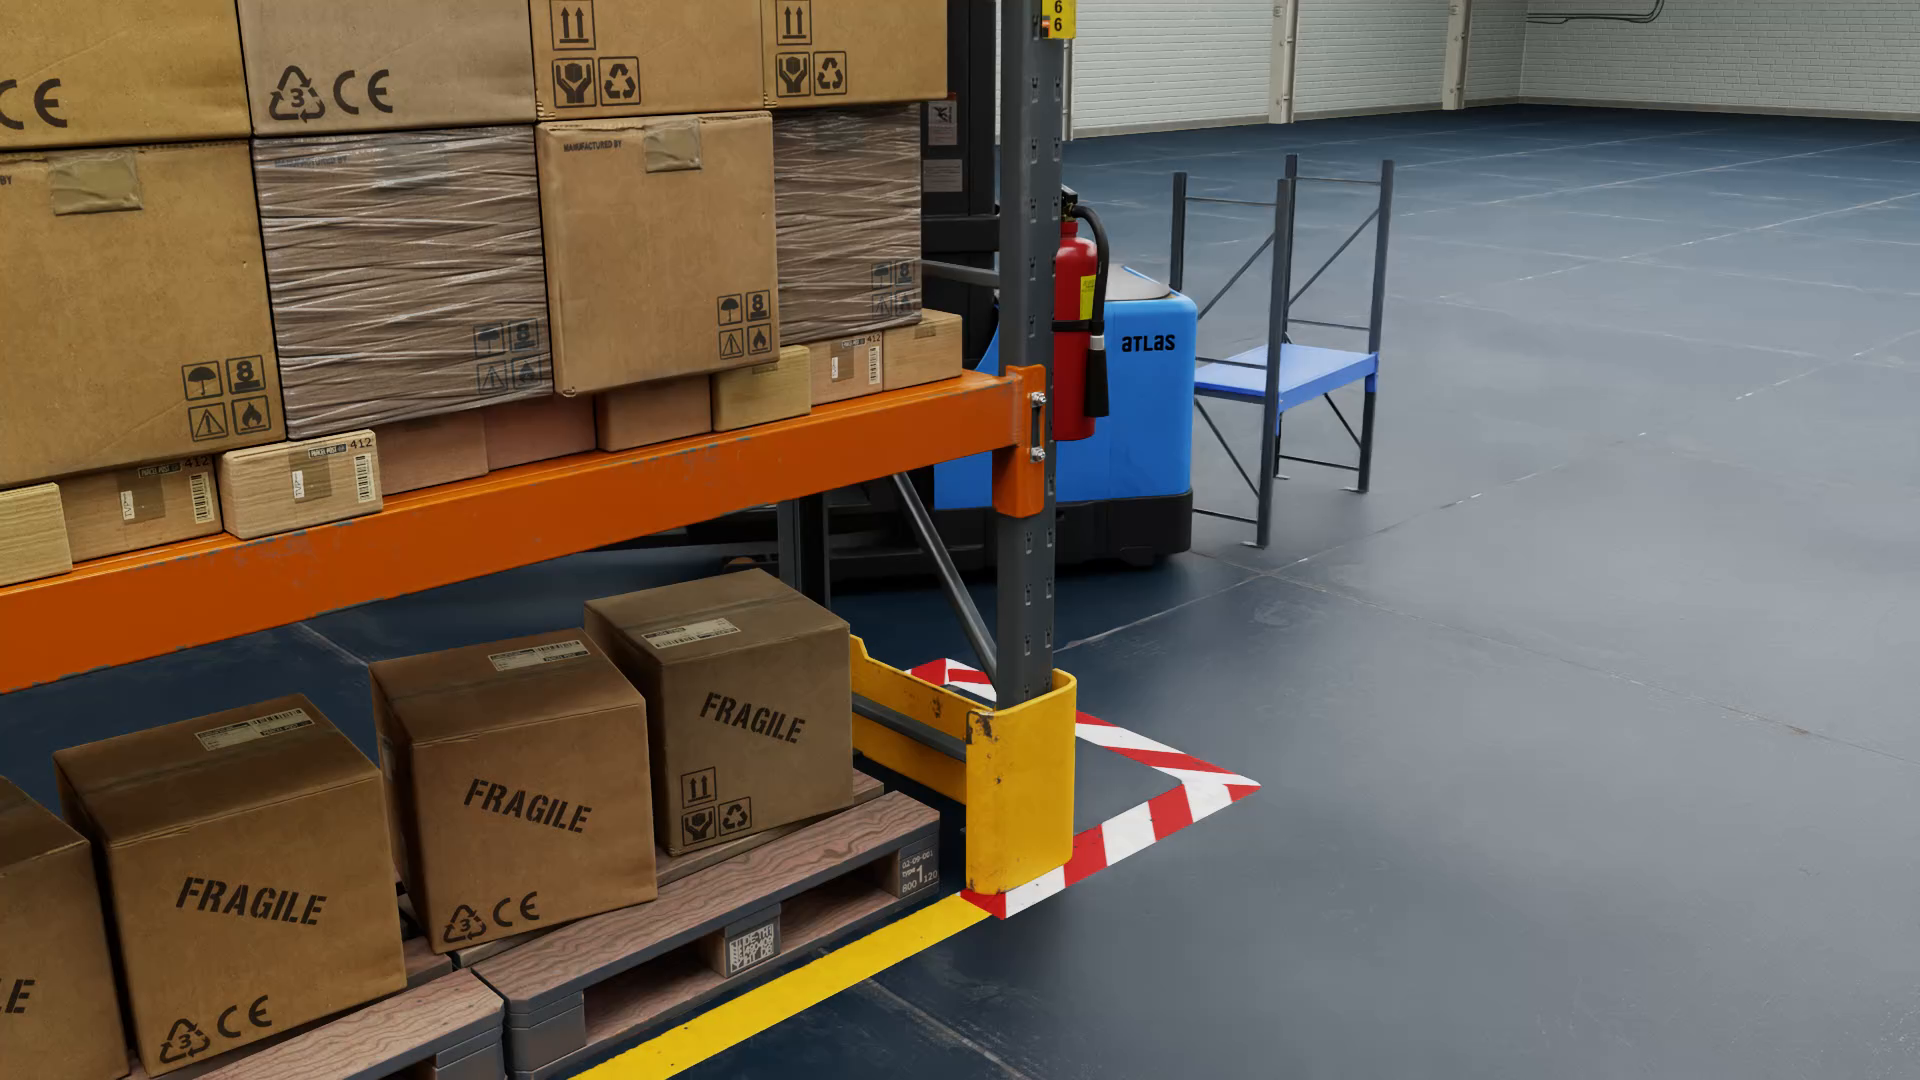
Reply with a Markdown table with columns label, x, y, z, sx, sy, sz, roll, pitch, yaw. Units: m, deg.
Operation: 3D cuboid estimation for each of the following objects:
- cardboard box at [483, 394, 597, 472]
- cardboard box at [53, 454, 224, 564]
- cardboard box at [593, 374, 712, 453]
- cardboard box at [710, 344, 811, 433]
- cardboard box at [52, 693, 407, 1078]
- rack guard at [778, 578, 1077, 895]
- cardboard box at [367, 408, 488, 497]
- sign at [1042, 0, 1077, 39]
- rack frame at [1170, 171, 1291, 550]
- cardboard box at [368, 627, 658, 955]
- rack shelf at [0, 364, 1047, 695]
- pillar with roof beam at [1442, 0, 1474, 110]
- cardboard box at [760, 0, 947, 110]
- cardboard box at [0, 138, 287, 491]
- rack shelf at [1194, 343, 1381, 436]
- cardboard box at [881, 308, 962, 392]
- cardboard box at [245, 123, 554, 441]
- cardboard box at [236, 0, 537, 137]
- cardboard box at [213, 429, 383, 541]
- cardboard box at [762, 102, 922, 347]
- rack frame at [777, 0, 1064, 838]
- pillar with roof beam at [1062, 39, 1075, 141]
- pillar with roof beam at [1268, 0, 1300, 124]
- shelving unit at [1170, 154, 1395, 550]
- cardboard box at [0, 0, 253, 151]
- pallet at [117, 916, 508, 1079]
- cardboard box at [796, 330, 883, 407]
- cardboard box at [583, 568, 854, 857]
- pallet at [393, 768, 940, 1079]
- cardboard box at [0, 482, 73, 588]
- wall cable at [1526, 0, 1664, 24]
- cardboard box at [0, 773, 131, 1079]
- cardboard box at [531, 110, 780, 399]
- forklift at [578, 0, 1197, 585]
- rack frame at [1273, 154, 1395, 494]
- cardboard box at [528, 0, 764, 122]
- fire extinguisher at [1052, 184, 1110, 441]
| label | x | y | z | sx | sy | sz | roll | pitch | yaw |
| --- | --- | --- | --- | --- | --- | --- | --- | --- | --- |
| cardboard box | -0.942 | -0.266 | 3.348 | 0.250 | 0.149 | 0.380 | -16 | 24 | -41 |
| cardboard box | -1.459 | -0.098 | 2.829 | 0.250 | 0.149 | 0.380 | -16 | 24 | -41 |
| cardboard box | -0.732 | -0.309 | 3.483 | 0.250 | 0.149 | 0.380 | -16 | 24 | -41 |
| cardboard box | -0.540 | -0.359 | 3.636 | 0.250 | 0.149 | 0.380 | -16 | 24 | -41 |
| cardboard box | -1.490 | 0.678 | 3.402 | 0.500 | 0.500 | 0.500 | -14 | 22 | -36 |
| rack guard | -0.201 | 0.503 | 4.624 | 0.348 | 0.500 | 1.175 | -16 | 24 | -41 |
| cardboard box | -1.108 | -0.208 | 3.169 | 0.250 | 0.149 | 0.380 | -16 | 24 | -41 |
| sign | 0.221 | -1.275 | 3.664 | 0.005 | 0.325 | 0.100 | -16 | 24 | -41 |
| rack frame | 1.070 | -0.724 | 6.785 | 0.500 | 1.500 | 0.032 | 13 | 22 | 34 |
| cardboard box | -1.022 | 0.550 | 3.798 | 0.500 | 0.500 | 0.500 | -9 | 20 | -27 |
| rack shelf | -1.599 | 0.064 | 3.092 | 4.000 | 0.370 | 1.077 | -16 | 24 | -41 |
| pillar with roof beam | 13.263 | -12.335 | 30.440 | 0.400 | 9.000 | 9.100 | -16 | 24 | -41 |
| cardboard box | -0.376 | -1.195 | 3.542 | 0.500 | 0.500 | 0.500 | -16 | 24 | -41 |
| cardboard box | -1.610 | -0.449 | 2.861 | 0.500 | 0.500 | 0.875 | -16 | 24 | -41 |
| rack shelf | 1.372 | -0.679 | 7.229 | 0.538 | 0.185 | 1.000 | 13 | 22 | 34 |
| cardboard box | -0.211 | -0.476 | 3.998 | 0.250 | 0.149 | 0.380 | -16 | 24 | -41 |
| cardboard box | -1.239 | -0.552 | 3.179 | 0.500 | 0.500 | 0.875 | -16 | 24 | -41 |
| cardboard box | -1.100 | -0.983 | 2.886 | 0.500 | 0.500 | 0.500 | -16 | 24 | -41 |
| cardboard box | -1.229 | -0.135 | 2.945 | 0.250 | 0.149 | 0.380 | -16 | 24 | -41 |
| cardboard box | -0.565 | -0.781 | 3.886 | 0.500 | 0.500 | 0.875 | -16 | 24 | -41 |
| rack frame | -0.146 | -0.702 | 4.288 | 0.127 | 3.000 | 1.000 | -16 | 24 | -41 |
| pillar with roof beam | 4.544 | -9.792 | 22.597 | 0.400 | 9.000 | 9.100 | -16 | 24 | -41 |
| pillar with roof beam | 8.903 | -11.064 | 26.518 | 0.400 | 9.000 | 9.100 | -16 | 24 | -41 |
| shelving unit | 1.372 | -0.850 | 7.174 | 0.538 | 1.500 | 1.048 | 13 | 22 | 34 |
| cardboard box | -1.469 | -0.878 | 2.565 | 0.500 | 0.500 | 0.500 | -16 | 24 | -41 |
| pallet | -1.702 | 1.062 | 3.368 | 1.213 | 0.211 | 1.003 | -16 | 24 | -41 |
| cardboard box | -0.394 | -0.423 | 3.835 | 0.250 | 0.149 | 0.380 | -16 | 24 | -41 |
| cardboard box | -0.611 | 0.415 | 4.212 | 0.500 | 0.500 | 0.500 | -11 | 21 | -31 |
| pallet | -0.816 | 0.804 | 4.162 | 1.213 | 0.211 | 1.003 | -16 | 24 | -41 |
| cardboard box | -1.609 | -0.034 | 2.634 | 0.250 | 0.149 | 0.380 | -16 | 24 | -41 |
| wall cable | 13.355 | -12.151 | 34.905 | 0.112 | 2.526 | 3.097 | -16 | 24 | -41 |
| cardboard box | -1.926 | 0.786 | 3.068 | 0.500 | 0.500 | 0.500 | 15 | 23 | 39 |
| cardboard box | -0.846 | -0.648 | 3.476 | 0.500 | 0.500 | 0.875 | -16 | 24 | -41 |
| forklift | -0.646 | -1.338 | 6.360 | 3.031 | 2.935 | 1.130 | -4 | 18 | -11 |
| rack frame | 1.674 | -0.976 | 7.563 | 0.500 | 1.500 | 0.032 | 13 | 22 | 34 |
| cardboard box | -0.735 | -1.088 | 3.211 | 0.500 | 0.500 | 0.500 | -16 | 24 | -41 |
| fire extinguisher | 0.254 | -0.587 | 4.056 | 0.183 | 0.674 | 0.296 | -16 | 24 | -41 |
